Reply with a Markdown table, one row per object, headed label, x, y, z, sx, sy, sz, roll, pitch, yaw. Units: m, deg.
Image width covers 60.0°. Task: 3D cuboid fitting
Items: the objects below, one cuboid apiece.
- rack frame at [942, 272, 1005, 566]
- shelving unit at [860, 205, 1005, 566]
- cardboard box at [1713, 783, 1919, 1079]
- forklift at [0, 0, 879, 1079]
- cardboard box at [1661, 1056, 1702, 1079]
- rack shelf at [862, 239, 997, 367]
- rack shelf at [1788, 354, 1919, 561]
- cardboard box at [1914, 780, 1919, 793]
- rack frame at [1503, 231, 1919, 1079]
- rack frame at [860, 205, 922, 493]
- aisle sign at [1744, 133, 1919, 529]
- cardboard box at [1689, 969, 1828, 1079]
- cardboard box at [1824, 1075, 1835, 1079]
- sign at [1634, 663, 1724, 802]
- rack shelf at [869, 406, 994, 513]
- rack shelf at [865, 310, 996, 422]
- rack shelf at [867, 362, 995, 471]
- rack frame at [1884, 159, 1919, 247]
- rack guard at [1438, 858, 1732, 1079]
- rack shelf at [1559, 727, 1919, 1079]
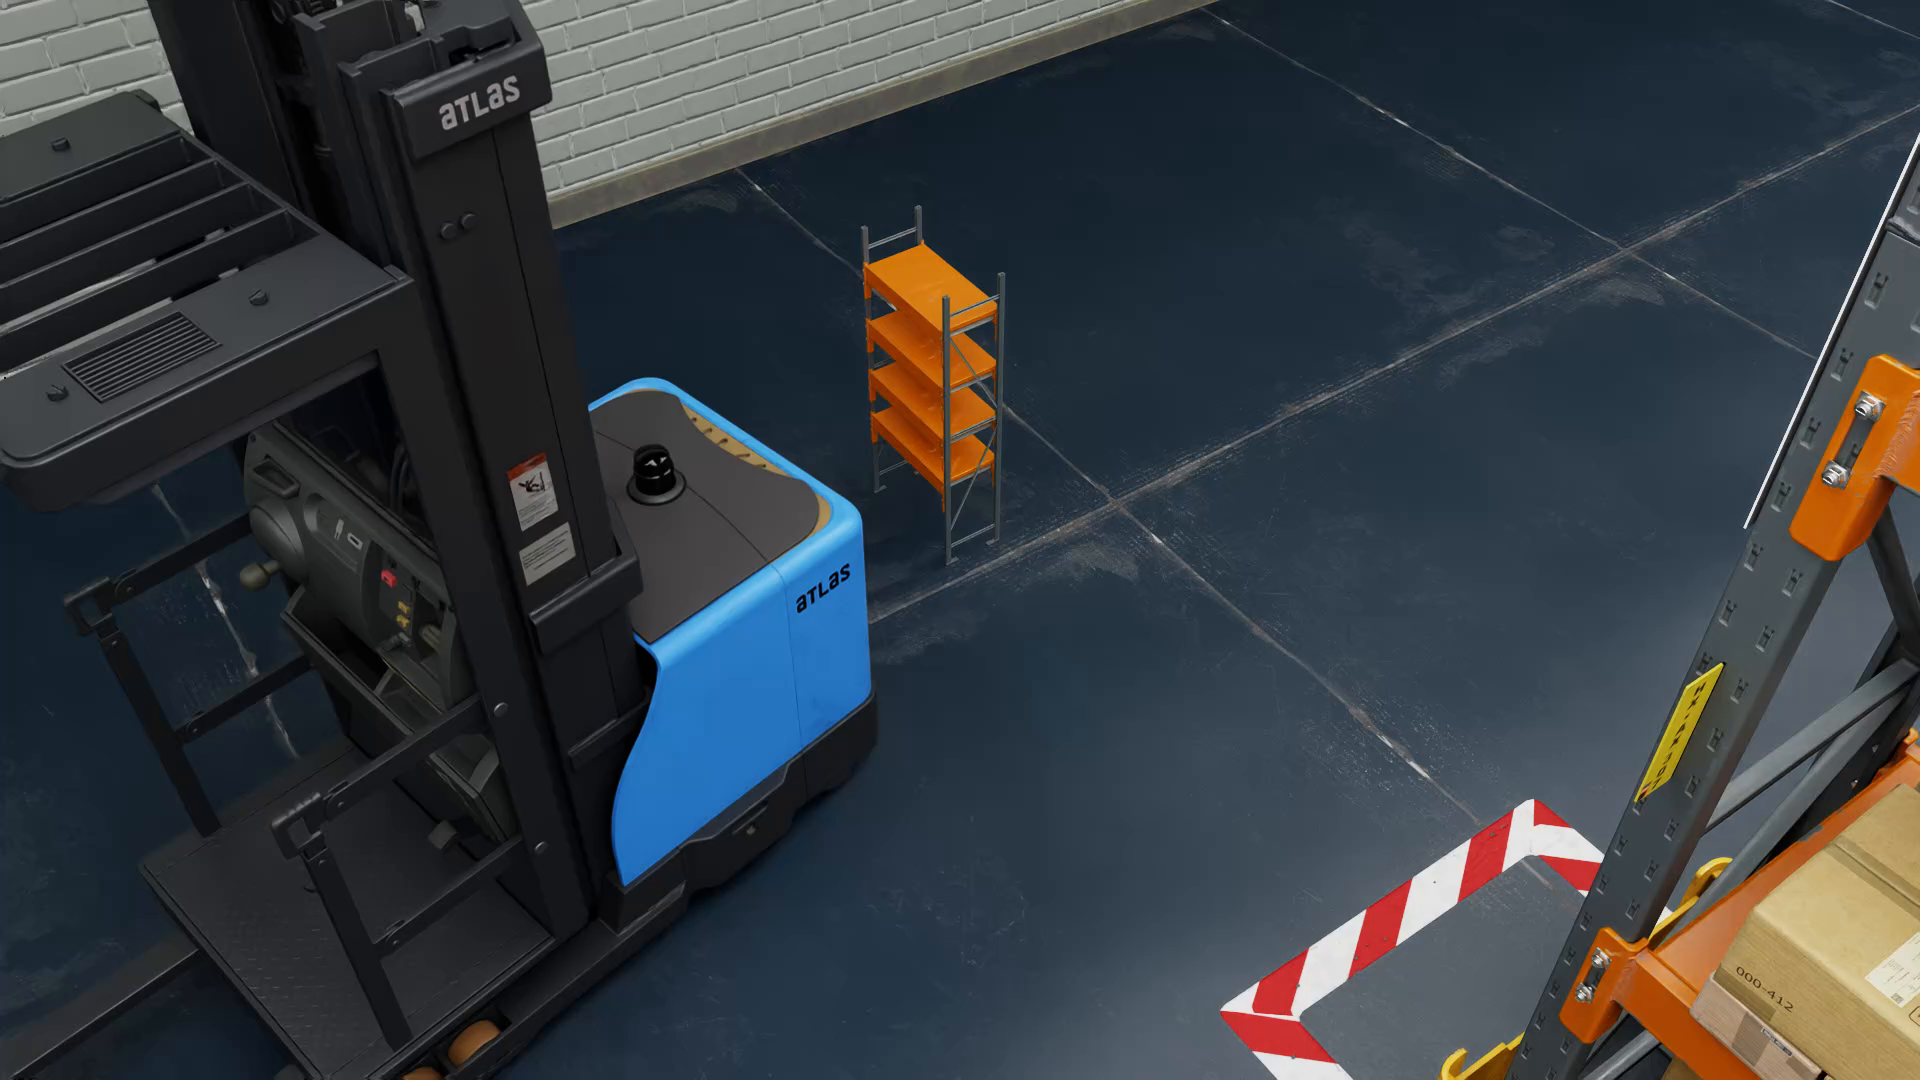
| label | x | y | z | sx | sy | sz | roll | pitch | yaw |
| --- | --- | --- | --- | --- | --- | --- | --- | --- | --- |
| rack frame | 0.045 | -0.390 | 5.789 | 0.240 | 1.200 | 0.015 | -26 | 49 | -24 |
| shelving unit | -0.095 | -0.528 | 5.934 | 0.258 | 1.200 | 0.503 | -26 | 49 | -24 |
| cardboard box | 1.816 | 0.805 | 3.127 | 0.500 | 0.250 | 0.500 | -27 | 50 | -25 |
| forklift | -1.644 | 0.145 | 3.976 | 1.130 | 2.935 | 3.031 | 33 | 53 | 30 |
| cardboard box | 2.195 | 1.428 | 3.817 | 0.875 | 0.875 | 0.875 | -26 | 49 | -24 |
| rack shelf | -0.095 | -0.812 | 5.663 | 0.258 | 0.148 | 0.480 | -26 | 49 | -24 |
| rack shelf | 2.907 | 0.788 | 1.601 | 1.077 | 0.370 | 4.000 | -26 | 49 | -24 |
| cardboard box | 2.258 | 0.596 | 3.346 | 0.500 | 0.250 | 0.500 | -26 | 50 | -25 |
| rack frame | 1.763 | 0.480 | 3.575 | 1.000 | 3.000 | 0.127 | -26 | 49 | -24 |
| rack frame | -0.234 | -0.666 | 6.079 | 0.240 | 1.200 | 0.015 | -26 | 49 | -24 |
| aisle sign | 1.476 | -0.383 | 2.596 | 0.394 | 0.787 | 0.004 | -26 | 49 | -24 |
| cardboard box | 1.696 | 0.902 | 3.314 | 0.380 | 0.149 | 0.250 | -25 | 49 | -24 |
| cardboard box | 1.844 | 1.047 | 3.163 | 0.380 | 0.149 | 0.250 | -26 | 50 | -25 |
| sign | 1.305 | 0.354 | 3.022 | 0.100 | 0.325 | 0.005 | -26 | 49 | -24 |
| rack shelf | -0.095 | -0.335 | 6.117 | 0.258 | 0.148 | 0.480 | -26 | 49 | -24 |
| rack shelf | -0.095 | -0.641 | 5.826 | 0.258 | 0.148 | 0.480 | -26 | 49 | -24 |
| rack shelf | -0.095 | -0.479 | 5.980 | 0.258 | 0.148 | 0.480 | -26 | 49 | -24 |
| rack frame | 1.763 | -1.690 | 1.503 | 1.000 | 3.000 | 0.127 | -26 | 49 | -24 |
| rack guard | 1.750 | 1.371 | 4.452 | 1.175 | 0.500 | 0.348 | -26 | 49 | -24 |
| rack shelf | 2.907 | 1.873 | 2.637 | 1.077 | 0.370 | 4.000 | -26 | 49 | -24 |
